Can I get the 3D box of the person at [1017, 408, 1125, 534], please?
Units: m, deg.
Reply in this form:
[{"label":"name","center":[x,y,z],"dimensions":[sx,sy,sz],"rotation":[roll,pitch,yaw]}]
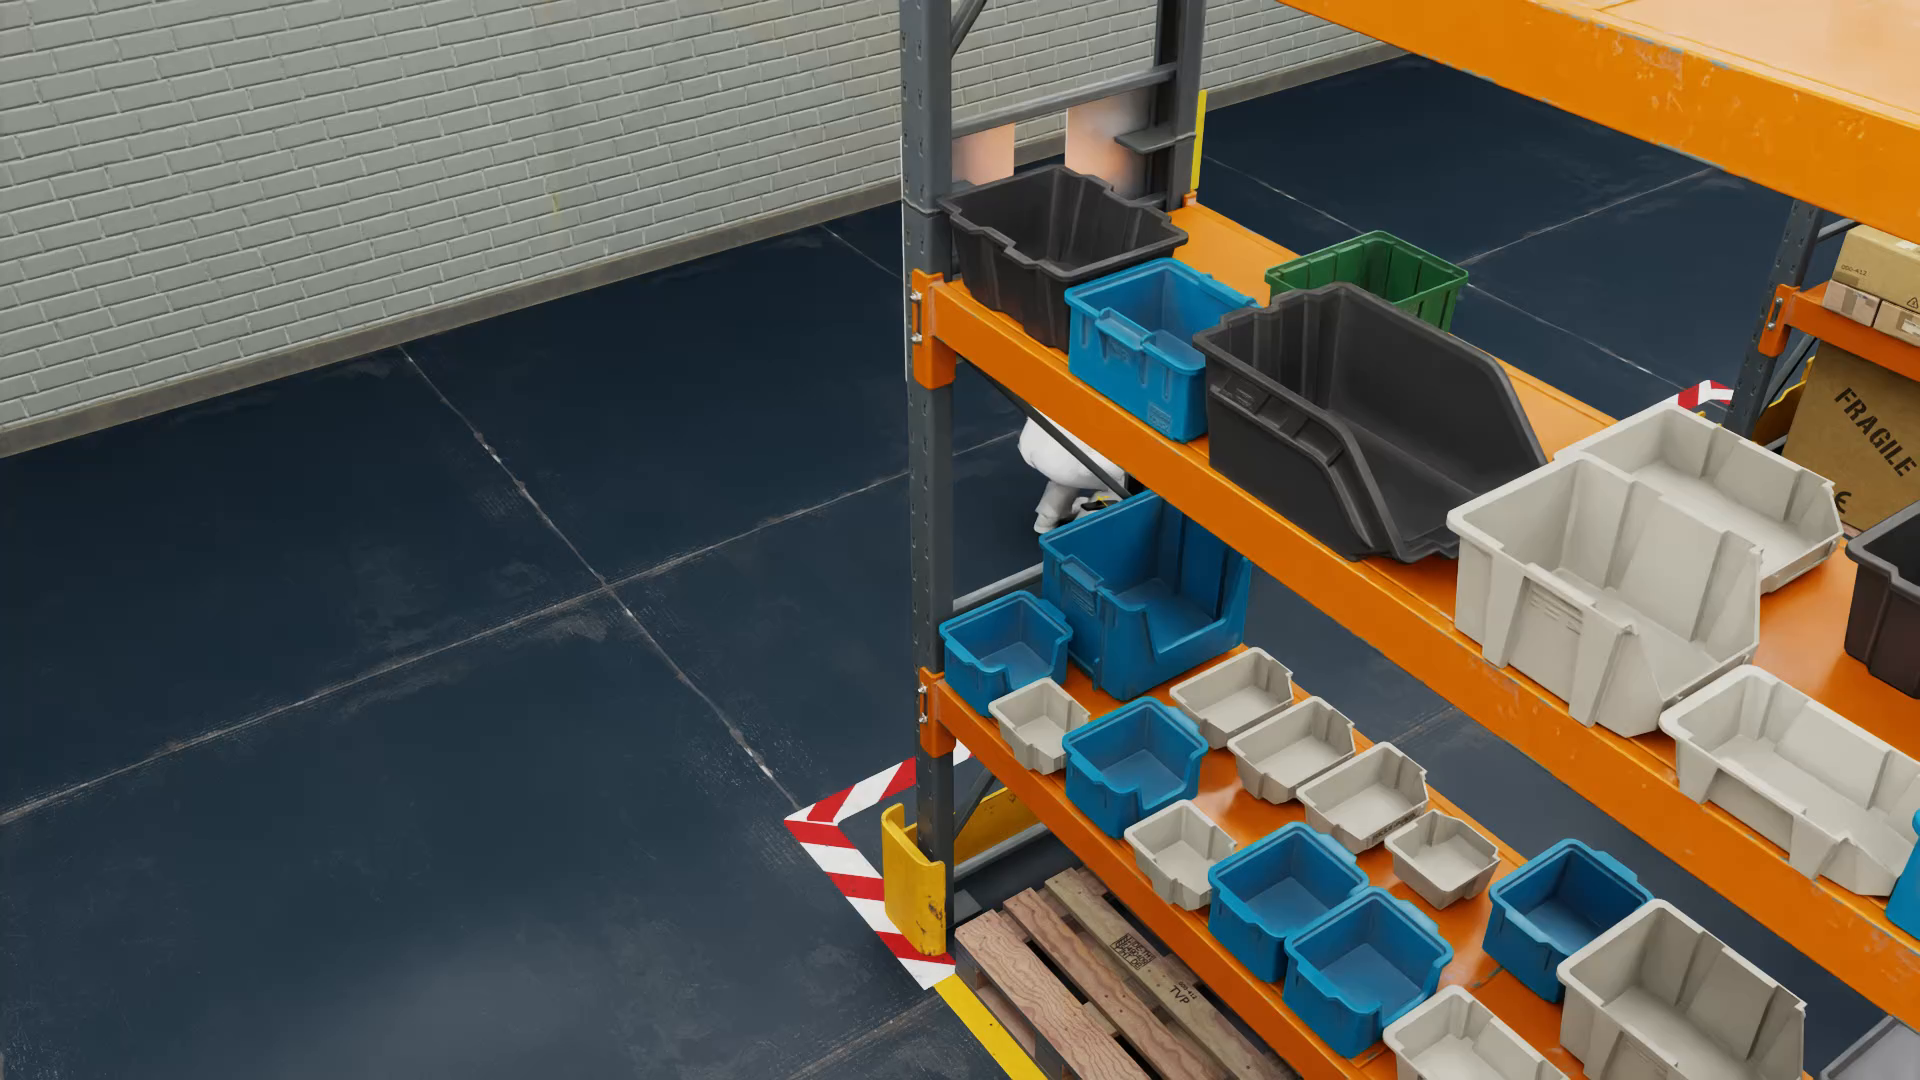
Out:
[{"label":"person","center":[0.675,-0.511,8.341],"dimensions":[0.877,1.054,0.608],"rotation":[-22,42,-28]}]
